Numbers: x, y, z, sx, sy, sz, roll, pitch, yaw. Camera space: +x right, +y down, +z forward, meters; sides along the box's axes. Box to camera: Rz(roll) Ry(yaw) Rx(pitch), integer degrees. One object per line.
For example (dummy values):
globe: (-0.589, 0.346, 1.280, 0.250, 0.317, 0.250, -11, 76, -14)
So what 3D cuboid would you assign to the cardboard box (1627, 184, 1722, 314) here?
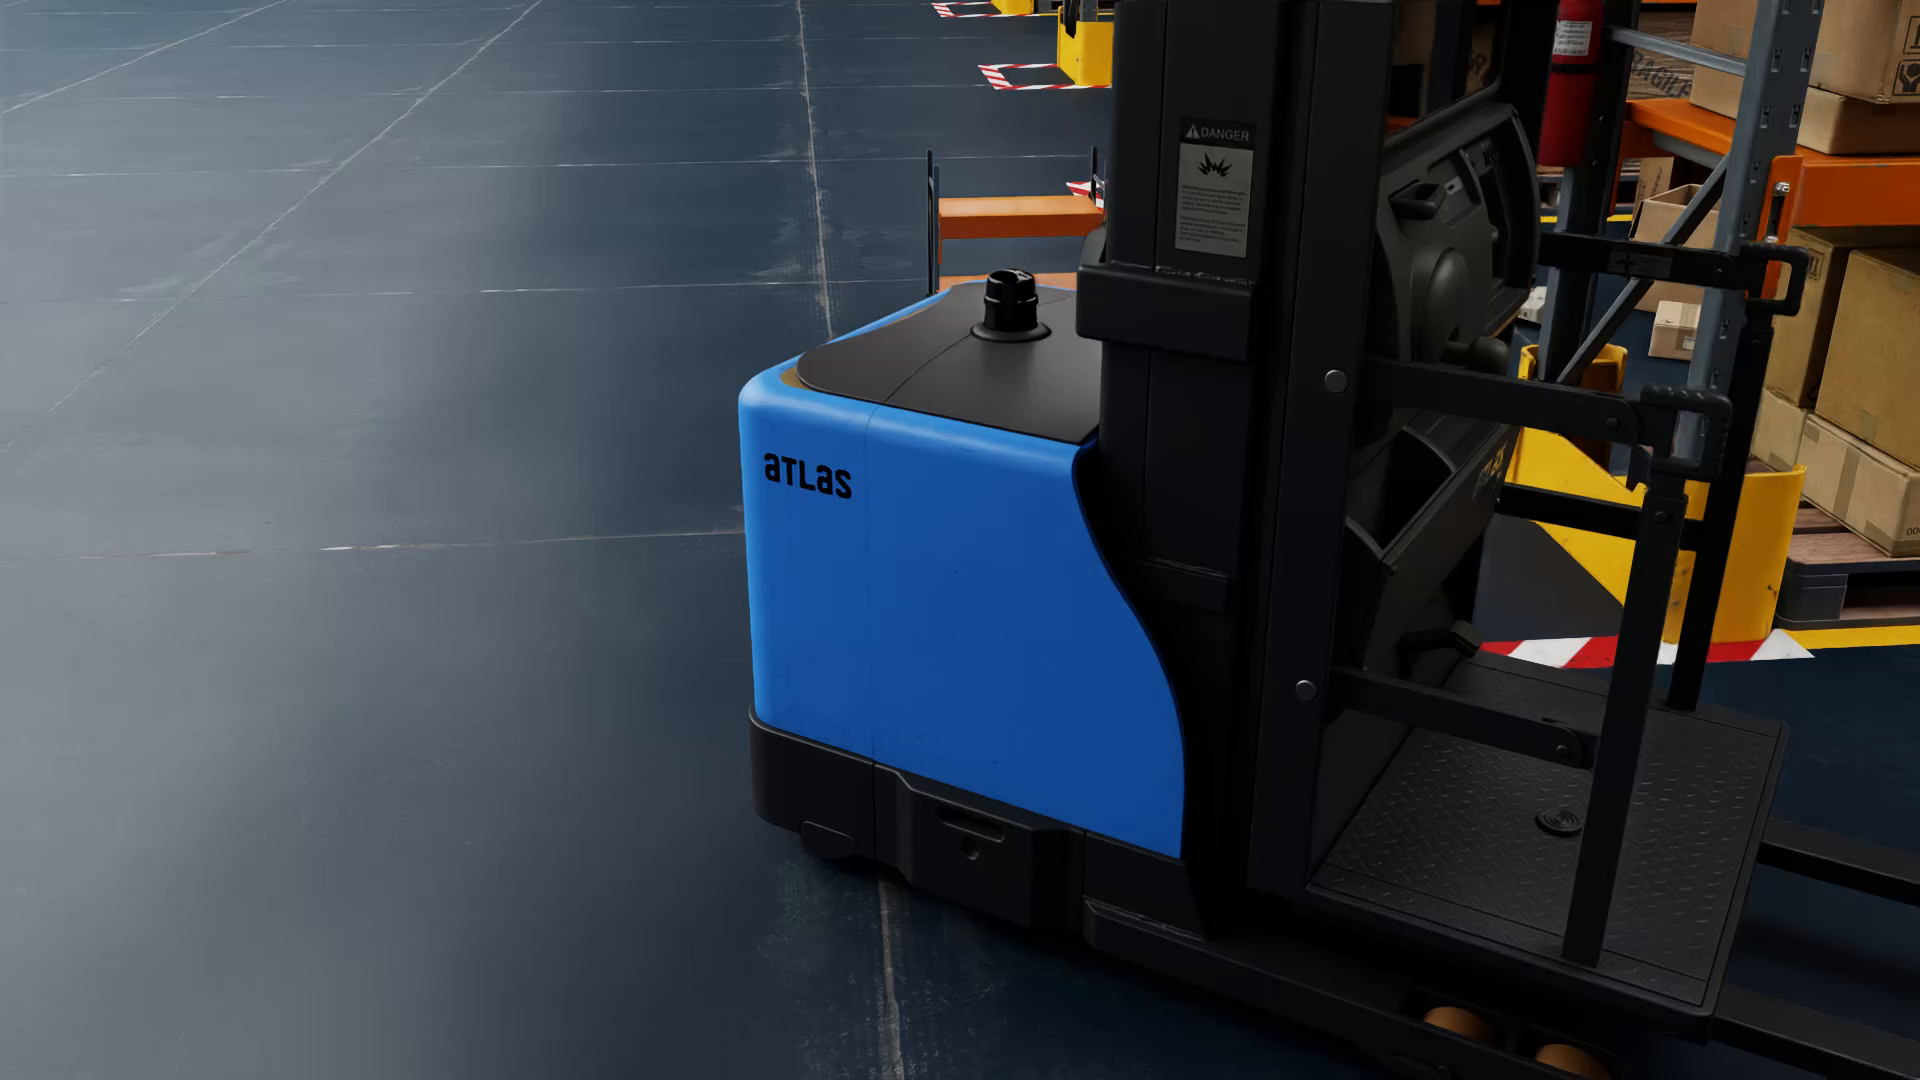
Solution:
cardboard box: (3.473, -1.271, 7.491, 0.797, 0.503, 0.637, 22, 32, 40)

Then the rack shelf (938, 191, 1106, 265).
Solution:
rack shelf: (0.165, -0.914, 4.862, 0.480, 0.148, 0.258, -2, 24, -5)

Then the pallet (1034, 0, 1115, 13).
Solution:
pallet: (1.393, -6.104, 18.724, 1.213, 0.211, 1.003, -2, 24, -5)

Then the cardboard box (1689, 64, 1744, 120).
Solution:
cardboard box: (2.325, -1.305, 4.803, 0.250, 0.149, 0.380, -1, 24, -3)

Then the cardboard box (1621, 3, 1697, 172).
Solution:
cardboard box: (3.838, -2.662, 9.644, 0.875, 0.875, 0.875, -2, 24, -5)

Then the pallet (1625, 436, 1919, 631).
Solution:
pallet: (2.861, -0.066, 5.138, 1.213, 0.211, 1.003, -2, 24, -5)

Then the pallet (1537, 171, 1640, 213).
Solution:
pallet: (3.386, -2.152, 9.832, 1.213, 0.211, 1.003, -2, 24, -5)

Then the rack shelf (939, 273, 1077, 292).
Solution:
rack shelf: (0.165, -0.698, 4.958, 0.480, 0.148, 0.258, -2, 24, -5)

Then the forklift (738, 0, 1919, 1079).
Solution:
forklift: (1.065, -0.537, 2.849, 3.031, 2.935, 1.130, 14, 27, 28)

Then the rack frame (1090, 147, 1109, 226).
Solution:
rack frame: (0.408, -0.565, 5.043, 0.015, 1.200, 0.240, -2, 24, -5)

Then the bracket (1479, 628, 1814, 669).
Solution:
bracket: (1.726, 0.065, 5.103, 1.079, 0.001, 1.378, -2, 24, -5)

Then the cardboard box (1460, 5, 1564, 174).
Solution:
cardboard box: (2.930, -2.626, 9.564, 0.875, 0.875, 0.875, -3, 24, -6)

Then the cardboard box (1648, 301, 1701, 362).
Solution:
cardboard box: (3.079, -0.885, 7.057, 0.250, 0.149, 0.380, 10, 26, 22)

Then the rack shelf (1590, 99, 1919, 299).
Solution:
rack shelf: (3.964, -1.070, 4.850, 4.000, 0.370, 1.077, -2, 24, -5)

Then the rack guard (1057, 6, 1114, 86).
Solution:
rack guard: (1.075, -4.185, 14.050, 0.348, 0.500, 1.175, -2, 24, -5)

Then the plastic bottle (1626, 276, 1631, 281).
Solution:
plastic bottle: (3.395, -1.294, 8.085, 0.283, 0.061, 0.133, -11, 26, -23)

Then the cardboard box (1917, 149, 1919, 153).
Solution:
cardboard box: (2.582, -1.150, 4.453, 0.250, 0.149, 0.380, -2, 24, -4)

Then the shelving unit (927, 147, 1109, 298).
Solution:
shelving unit: (0.165, -0.555, 5.021, 0.503, 1.200, 0.258, -2, 24, -5)

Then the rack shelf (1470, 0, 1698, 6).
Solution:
rack shelf: (3.377, -3.067, 9.342, 4.000, 0.370, 1.077, -2, 24, -5)

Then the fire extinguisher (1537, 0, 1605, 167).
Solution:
fire extinguisher: (1.814, -1.465, 4.948, 0.183, 0.674, 0.296, -2, 24, -5)

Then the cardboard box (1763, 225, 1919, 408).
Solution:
cardboard box: (2.745, -0.734, 5.154, 0.500, 0.500, 0.500, -2, 24, -5)

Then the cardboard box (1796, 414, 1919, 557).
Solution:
cardboard box: (2.804, -0.175, 4.818, 0.500, 0.250, 0.500, -2, 24, -6)

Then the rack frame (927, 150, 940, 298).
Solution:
rack frame: (-0.078, -0.545, 4.999, 0.015, 1.200, 0.240, -2, 24, -5)

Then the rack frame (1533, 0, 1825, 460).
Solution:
rack frame: (1.974, -1.319, 4.524, 0.127, 3.000, 1.000, -2, 24, -5)

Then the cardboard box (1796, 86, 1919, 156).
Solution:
cardboard box: (2.332, -1.134, 4.417, 0.250, 0.149, 0.380, -2, 24, -5)

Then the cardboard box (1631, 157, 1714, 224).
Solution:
cardboard box: (3.923, -1.857, 8.810, 0.500, 0.500, 0.500, 2, 24, 4)

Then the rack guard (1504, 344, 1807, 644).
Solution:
rack guard: (2.049, -0.180, 5.038, 0.348, 0.500, 1.175, -2, 24, -5)

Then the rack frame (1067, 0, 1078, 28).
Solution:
rack frame: (1.000, -5.323, 13.533, 0.053, 2.616, 0.949, -2, 24, -5)
